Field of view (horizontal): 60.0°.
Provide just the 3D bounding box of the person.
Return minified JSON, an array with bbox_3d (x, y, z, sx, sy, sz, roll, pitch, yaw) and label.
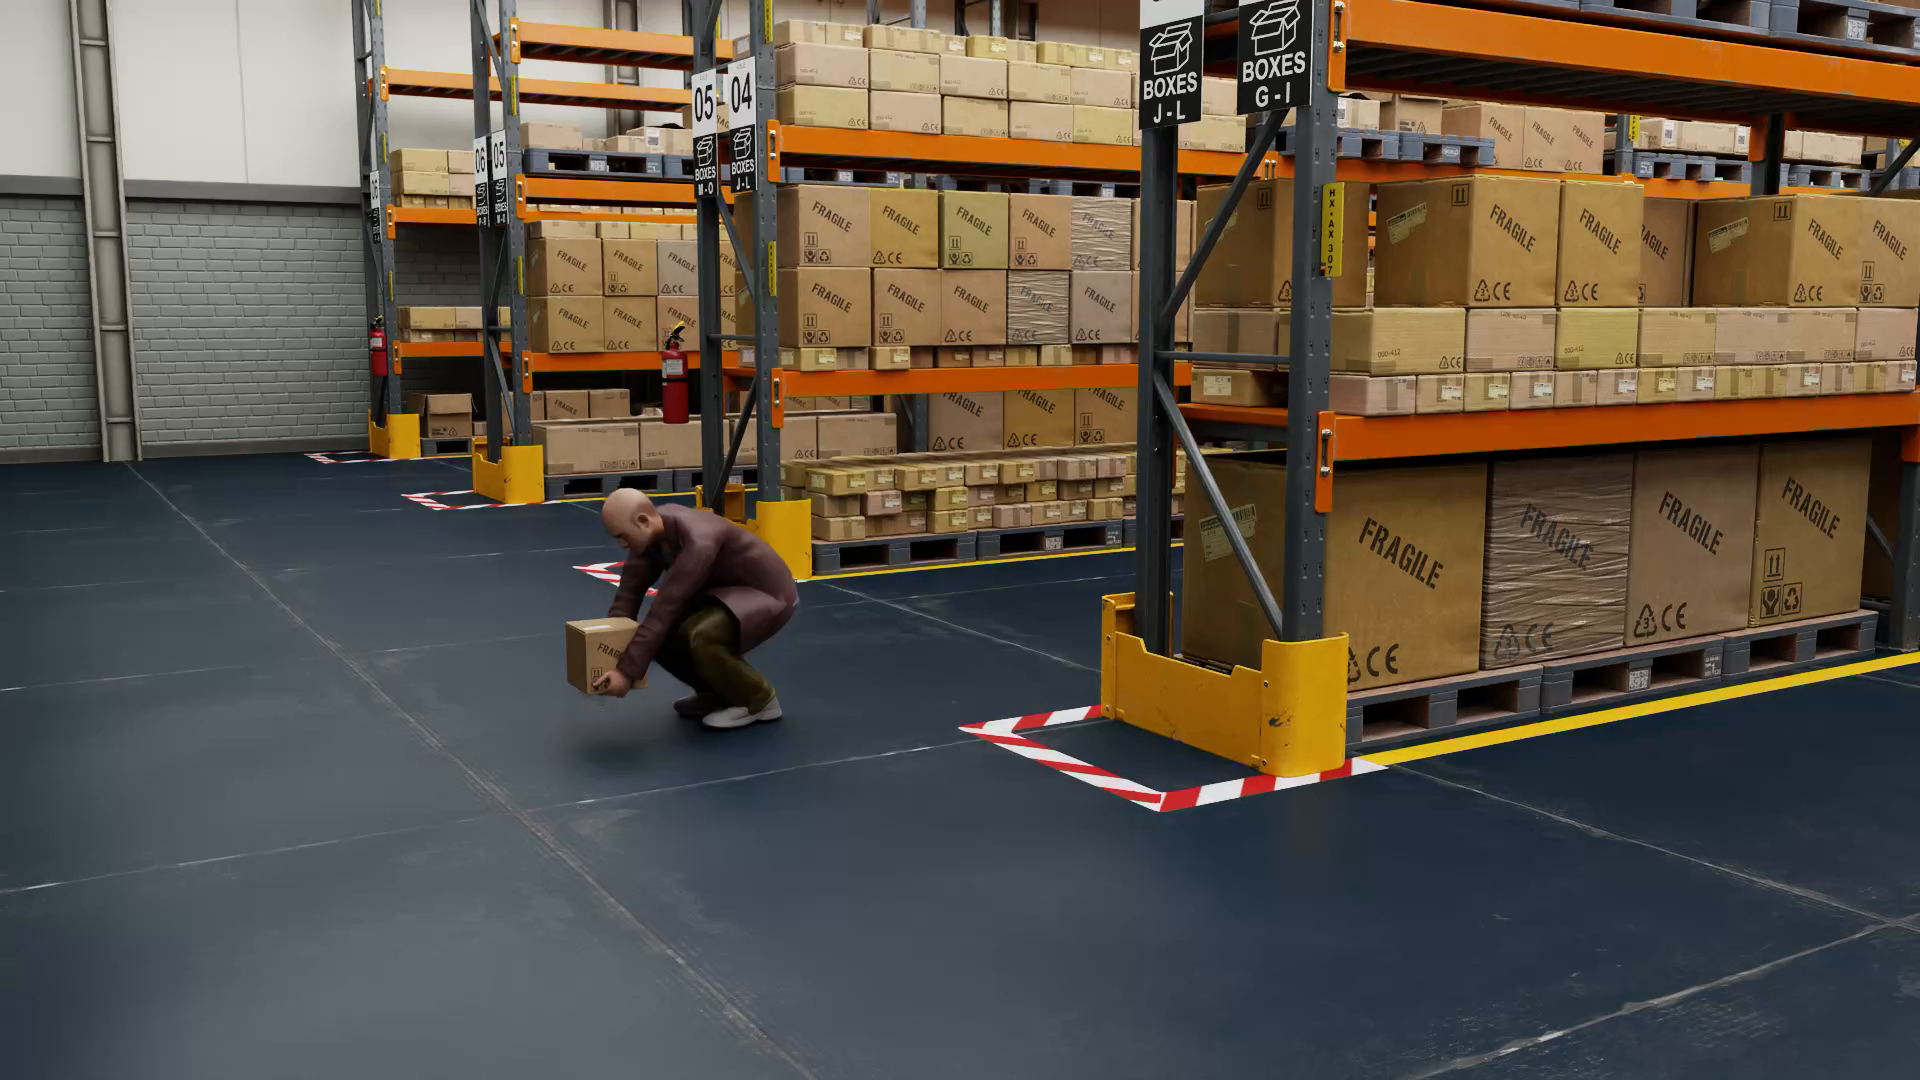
[{"bbox_3d":[-1.106,0.274,6.813,0.940,0.980,0.577,-5,9,-32],"label":"person"}]
